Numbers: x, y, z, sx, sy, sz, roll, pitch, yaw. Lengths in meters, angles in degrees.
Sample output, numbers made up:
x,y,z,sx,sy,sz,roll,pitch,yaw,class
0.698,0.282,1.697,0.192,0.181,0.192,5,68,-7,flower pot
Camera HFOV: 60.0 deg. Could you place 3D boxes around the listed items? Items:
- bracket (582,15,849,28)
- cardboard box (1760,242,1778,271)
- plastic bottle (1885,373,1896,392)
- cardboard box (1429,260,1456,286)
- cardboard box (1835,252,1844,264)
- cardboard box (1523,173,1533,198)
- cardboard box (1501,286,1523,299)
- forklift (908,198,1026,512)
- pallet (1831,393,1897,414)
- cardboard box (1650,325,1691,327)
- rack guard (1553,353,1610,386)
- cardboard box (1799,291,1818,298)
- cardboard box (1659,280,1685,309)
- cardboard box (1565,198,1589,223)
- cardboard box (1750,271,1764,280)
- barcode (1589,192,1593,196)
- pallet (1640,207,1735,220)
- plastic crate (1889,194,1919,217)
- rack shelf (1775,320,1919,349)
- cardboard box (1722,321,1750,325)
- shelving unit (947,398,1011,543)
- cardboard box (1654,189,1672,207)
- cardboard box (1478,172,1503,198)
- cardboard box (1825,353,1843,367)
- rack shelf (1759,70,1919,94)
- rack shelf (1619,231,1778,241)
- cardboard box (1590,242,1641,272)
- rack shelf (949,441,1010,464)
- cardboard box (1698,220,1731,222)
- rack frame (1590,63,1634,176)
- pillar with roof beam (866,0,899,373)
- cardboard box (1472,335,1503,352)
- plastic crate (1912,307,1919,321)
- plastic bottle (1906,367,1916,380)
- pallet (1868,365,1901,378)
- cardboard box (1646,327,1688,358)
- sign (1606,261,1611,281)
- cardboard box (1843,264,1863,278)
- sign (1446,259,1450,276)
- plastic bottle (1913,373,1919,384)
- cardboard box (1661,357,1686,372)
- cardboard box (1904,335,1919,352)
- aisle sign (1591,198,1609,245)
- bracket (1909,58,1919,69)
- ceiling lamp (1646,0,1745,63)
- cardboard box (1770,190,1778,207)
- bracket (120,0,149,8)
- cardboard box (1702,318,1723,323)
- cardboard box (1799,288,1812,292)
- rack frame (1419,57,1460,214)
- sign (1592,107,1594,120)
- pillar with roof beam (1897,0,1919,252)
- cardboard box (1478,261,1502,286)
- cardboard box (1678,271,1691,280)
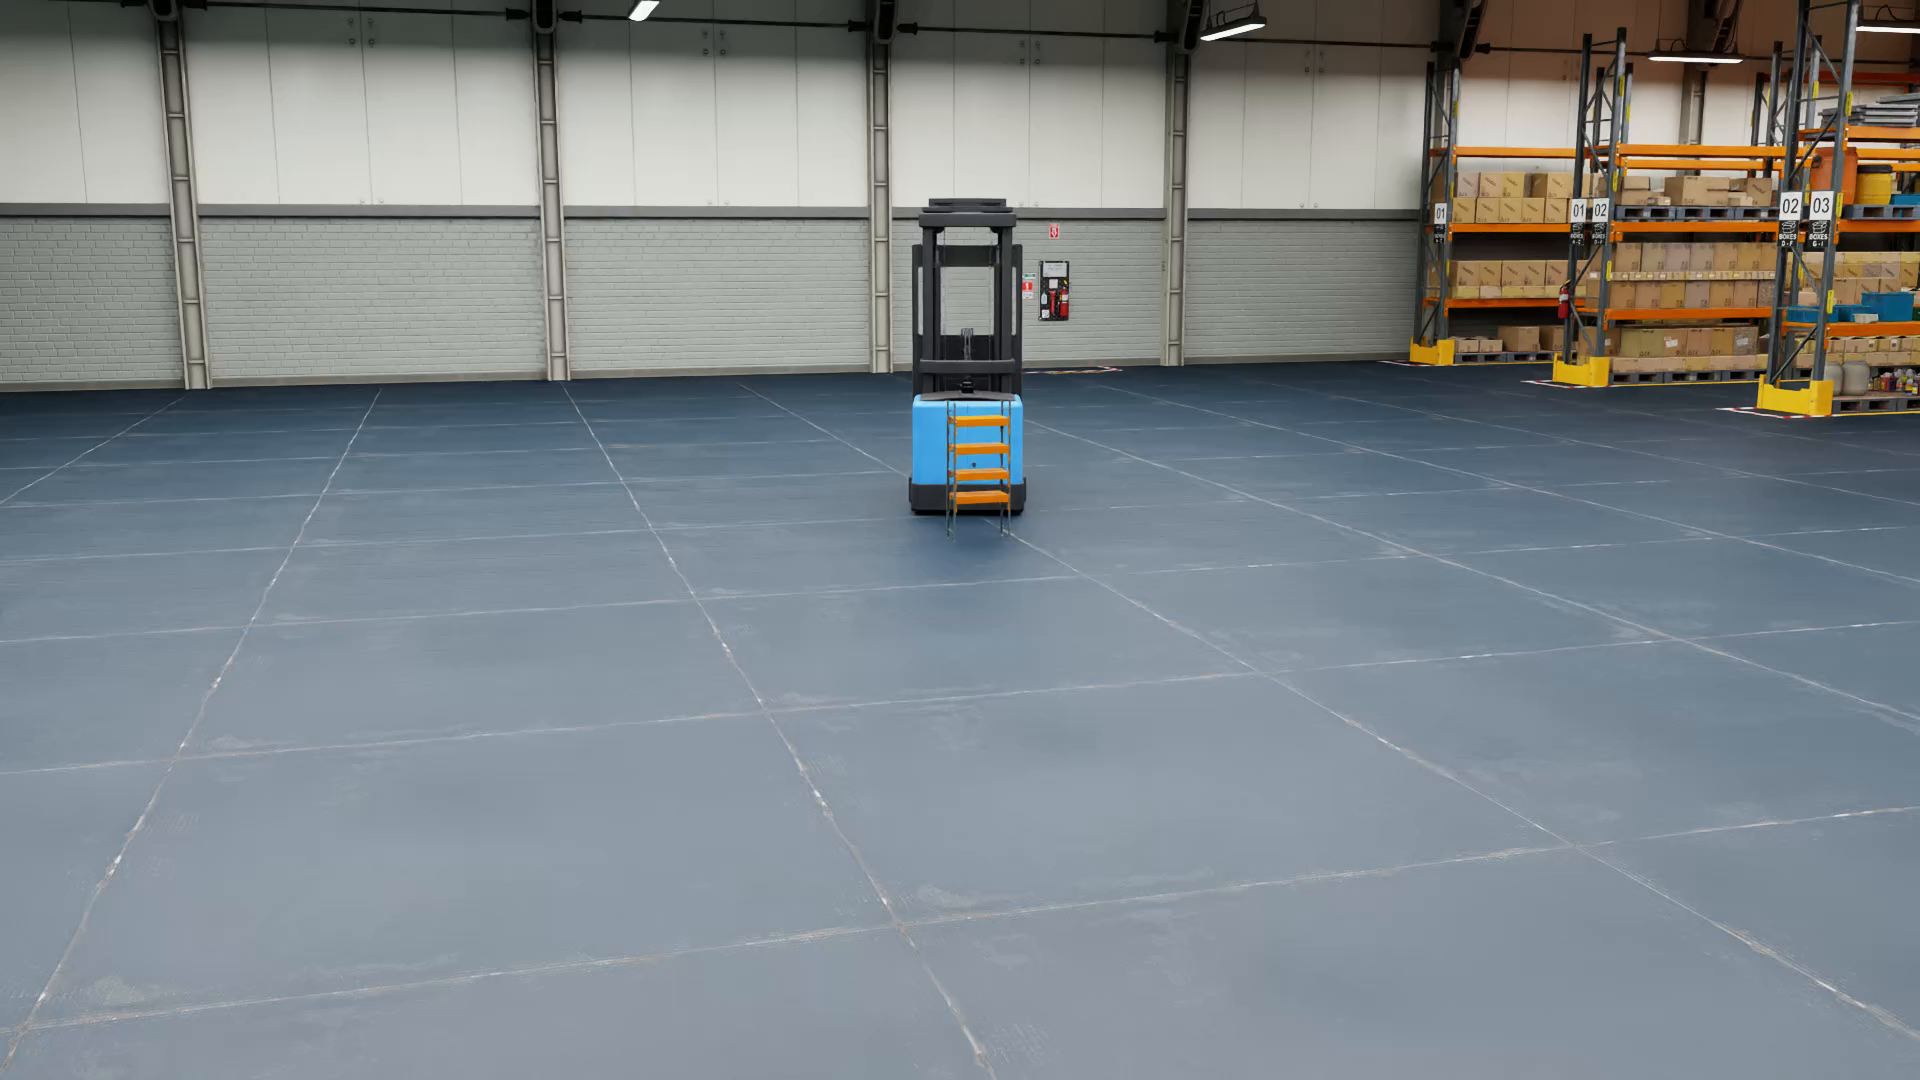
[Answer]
x,y,z,sx,sy,sz,roll,pitch,yaw,class
-4.295,-9.190,29.473,4.783,0.066,0.076,-3,11,-16,bracket
14.390,-5.110,29.962,0.500,0.500,0.700,-3,11,-16,cardboard box
14.275,-2.422,25.507,0.133,0.283,0.061,-3,11,-16,plastic bottle
9.979,-5.471,34.068,0.500,0.500,0.500,-3,11,-17,cardboard box
18.769,-6.116,36.058,0.500,0.250,0.500,-3,11,-16,cardboard box
11.412,-7.273,34.192,0.500,0.500,0.500,-3,11,-16,cardboard box
11.128,-5.064,33.930,0.500,0.250,0.500,-3,11,-17,cardboard box
0.071,-1.924,16.701,1.130,2.935,3.031,0,10,0,forklift
13.196,-2.064,24.975,1.213,0.211,1.003,-3,11,-16,pallet
12.842,-3.624,30.114,0.500,0.500,0.500,-3,11,-16,cardboard box
10.950,-3.014,29.337,0.348,0.500,1.175,-3,11,-16,rack guard
15.607,-4.457,30.644,0.258,0.266,0.396,-3,11,-17,cardboard box
12.407,-4.366,29.504,0.500,0.500,0.700,-3,11,-16,cardboard box
12.521,-6.750,34.112,0.500,0.500,0.500,-4,11,-21,cardboard box
14.124,-4.738,29.731,0.250,0.149,0.380,-3,11,-18,cardboard box
11.128,-6.104,29.331,0.075,0.075,0.001,-3,11,-16,barcode
12.833,-5.770,29.362,1.213,0.211,1.003,-3,11,-16,pallet
14.101,-4.999,24.977,0.575,0.384,0.392,-3,11,-16,plastic crate
14.275,-3.130,25.054,4.000,0.370,1.077,-3,11,-16,rack shelf
16.590,-4.451,35.932,0.500,0.500,0.700,-3,11,-15,cardboard box
0.159,-0.598,14.285,0.503,1.200,0.258,-3,11,-16,shelving unit
12.539,-6.083,29.521,0.500,0.311,0.500,-2,11,-9,cardboard box
10.519,-7.125,33.388,0.500,0.500,0.500,-3,11,-17,cardboard box
15.762,-3.304,30.444,0.500,0.250,0.500,-3,11,-15,cardboard box
19.187,-9.842,35.764,4.000,0.370,1.077,-3,11,-16,rack shelf
15.346,-6.530,35.237,4.000,0.370,1.077,-3,11,-16,rack shelf
11.476,-4.955,29.121,0.500,0.500,0.700,-3,11,-16,cardboard box
0.159,-0.752,14.256,0.480,0.148,0.258,-3,11,-16,rack shelf
15.996,-6.996,35.441,0.637,0.503,0.797,-1,11,-8,cardboard box
13.426,-8.258,34.350,0.127,3.000,1.000,-3,11,-16,rack frame
-0.303,-6.886,26.896,0.548,9.000,9.100,-3,11,-16,pillar with roof beam
10.822,-4.047,34.259,0.500,0.311,0.500,-2,11,-11,cardboard box
14.813,-3.462,25.451,0.662,0.188,0.450,-3,11,-16,plastic crate
14.715,-2.499,25.740,0.185,0.351,0.144,-3,11,-16,plastic bottle
16.684,-3.182,31.047,1.213,0.211,1.003,-3,11,-16,pallet
12.507,-3.509,29.486,0.500,0.500,0.500,-3,11,-16,cardboard box
11.123,-4.612,28.506,0.005,0.325,0.100,-3,11,-16,sign
19.284,-5.773,36.268,0.500,0.500,0.500,-3,11,-14,cardboard box
9.737,-5.437,33.203,0.005,0.325,0.100,-3,11,-16,sign
14.780,-2.438,25.613,0.135,0.276,0.152,-3,11,-16,plastic bottle
12.510,-3.138,29.543,0.500,0.250,0.500,-3,11,-16,cardboard box
17.723,-3.682,30.951,0.500,0.311,0.500,-3,11,-17,cardboard box
10.996,-5.466,28.574,0.004,0.787,0.394,-3,11,-16,aisle sign
21.238,-10.536,36.783,0.430,0.232,0.235,-3,11,-16,bracket
14.081,-10.634,31.135,2.000,3.185,0.800,-3,11,-16,ceiling lamp
17.707,-7.285,35.857,0.500,0.500,0.700,-4,11,-20,cardboard box
-13.327,-8.714,26.887,0.430,0.232,0.235,-3,11,-16,bracket
16.025,-4.802,35.767,0.500,0.250,0.500,-3,11,-15,cardboard box
18.171,-5.383,35.940,0.250,0.149,0.380,-3,11,-14,cardboard box
9.585,-8.056,33.251,0.127,3.000,1.000,-3,11,-16,rack frame
13.265,-8.891,34.774,0.005,0.325,0.100,-3,11,-16,sign
22.741,-8.100,33.493,0.548,9.000,9.100,-3,11,-16,pillar with roof beam
10.605,-5.405,33.712,0.500,0.500,0.500,-3,11,-16,cardboard box
12.646,-4.660,29.310,0.250,0.149,0.380,-3,11,-17,cardboard box
